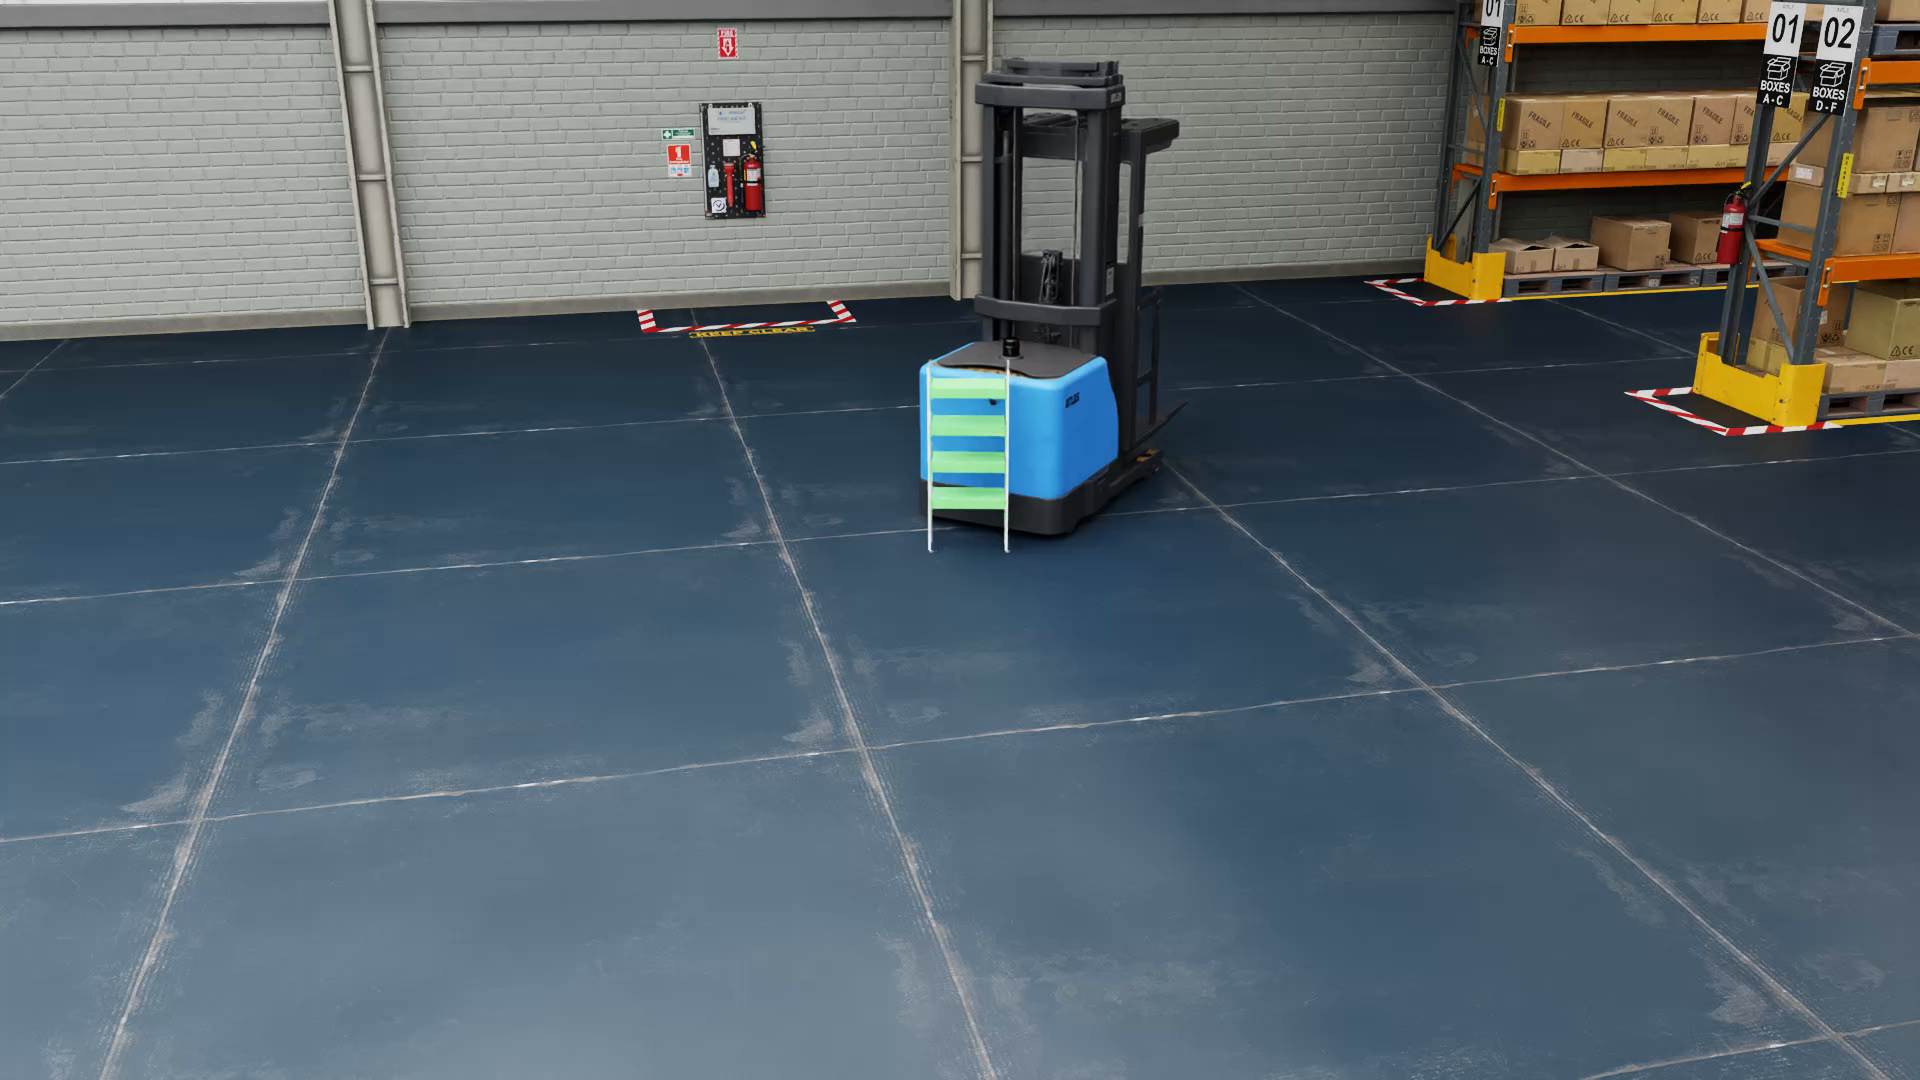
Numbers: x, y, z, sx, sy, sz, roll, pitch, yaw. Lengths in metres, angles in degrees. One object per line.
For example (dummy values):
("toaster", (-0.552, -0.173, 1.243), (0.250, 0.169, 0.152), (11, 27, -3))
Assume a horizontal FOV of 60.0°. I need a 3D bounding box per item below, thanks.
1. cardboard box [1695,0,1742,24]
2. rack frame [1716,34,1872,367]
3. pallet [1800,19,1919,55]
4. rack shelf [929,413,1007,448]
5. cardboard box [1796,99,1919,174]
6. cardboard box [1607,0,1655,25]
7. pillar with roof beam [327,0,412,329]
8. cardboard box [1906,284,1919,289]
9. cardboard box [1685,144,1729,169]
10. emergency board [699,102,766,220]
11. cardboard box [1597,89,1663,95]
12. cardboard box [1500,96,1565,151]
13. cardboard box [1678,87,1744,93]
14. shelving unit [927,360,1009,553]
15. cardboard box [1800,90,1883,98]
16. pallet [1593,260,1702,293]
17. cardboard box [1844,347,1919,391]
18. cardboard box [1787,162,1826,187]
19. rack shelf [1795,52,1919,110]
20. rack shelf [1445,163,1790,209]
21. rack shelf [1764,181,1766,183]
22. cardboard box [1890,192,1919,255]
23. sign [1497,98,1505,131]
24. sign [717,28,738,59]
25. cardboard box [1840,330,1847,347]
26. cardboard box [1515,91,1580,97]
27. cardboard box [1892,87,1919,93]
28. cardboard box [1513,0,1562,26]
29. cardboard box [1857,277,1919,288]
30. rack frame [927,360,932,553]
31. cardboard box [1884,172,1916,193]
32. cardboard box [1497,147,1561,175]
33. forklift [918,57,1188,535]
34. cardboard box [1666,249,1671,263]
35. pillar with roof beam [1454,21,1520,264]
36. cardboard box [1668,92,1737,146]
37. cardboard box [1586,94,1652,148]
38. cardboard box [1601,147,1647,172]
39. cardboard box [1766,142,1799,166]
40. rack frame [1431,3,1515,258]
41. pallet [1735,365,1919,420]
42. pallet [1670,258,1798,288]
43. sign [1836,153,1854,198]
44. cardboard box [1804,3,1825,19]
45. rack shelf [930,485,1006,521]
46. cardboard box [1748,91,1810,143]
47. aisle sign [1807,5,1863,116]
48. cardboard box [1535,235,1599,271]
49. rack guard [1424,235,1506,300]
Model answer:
("cardboard box", (7.901, -5.741, 17.591), (0.500, 0.500, 0.500), (-5, 21, -15))
("rack frame", (6.612, -2.517, 13.324), (0.127, 3.000, 1.000), (-5, 21, -12))
("pallet", (7.306, -3.931, 12.953), (1.213, 0.211, 1.003), (-5, 21, -12))
("rack shelf", (0.054, -0.687, 10.435), (0.480, 0.148, 0.258), (1, 20, 1))
("cardboard box", (7.120, -3.210, 13.185), (0.500, 0.500, 0.700), (-5, 21, -12))
("cardboard box", (6.886, -5.655, 17.357), (0.500, 0.500, 0.500), (-4, 20, -10))
("pillar with roof beam", (-4.737, -4.946, 11.233), (0.400, 9.000, 9.100), (-5, 21, -12))
("cardboard box", (8.155, -1.827, 13.738), (0.500, 0.500, 0.500), (-5, 21, -12))
("cardboard box", (7.997, -4.210, 18.135), (0.500, 0.250, 0.500), (-5, 21, -13))
("emergency board", (-2.302, -3.862, 16.996), (0.643, 1.169, 0.194), (-5, 21, -12))
("cardboard box", (7.362, -4.693, 18.364), (0.500, 0.500, 0.500), (-4, 21, -12))
("cardboard box", (6.002, -4.403, 17.572), (0.500, 0.500, 0.500), (-5, 21, -12))
("cardboard box", (8.351, -4.775, 18.589), (0.500, 0.500, 0.500), (-5, 21, -13))
("shelving unit", (0.054, -0.522, 10.495), (0.503, 1.200, 0.258), (1, 20, 1))
("cardboard box", (9.864, -4.774, 18.701), (0.500, 0.500, 0.700), (-5, 21, -12))
("pallet", (7.526, -3.019, 18.750), (1.213, 0.211, 1.003), (-5, 21, -12))
("cardboard box", (7.671, -1.432, 13.749), (0.500, 0.250, 0.500), (-5, 21, -12))
("cardboard box", (6.940, -2.962, 13.452), (0.250, 0.149, 0.380), (-5, 21, -13))
("rack shelf", (8.558, -3.746, 13.364), (4.000, 0.370, 1.077), (-5, 21, -12))
("rack shelf", (7.415, -3.995, 18.406), (4.000, 0.370, 1.077), (-5, 21, -12))
("rack shelf", (11.307, -4.312, 19.270), (4.000, 0.370, 1.077), (-5, 21, -12))
("cardboard box", (7.579, -2.640, 13.514), (0.500, 0.500, 0.700), (-4, 21, -11))
("sign", (5.593, -4.400, 17.206), (0.005, 0.325, 0.100), (-5, 21, -12))
("sign", (-2.333, -4.983, 16.687), (0.199, 0.298, 0.001), (-5, 21, -12))
("cardboard box", (7.549, -1.608, 14.230), (0.500, 0.250, 0.500), (-5, 21, -12))
("cardboard box", (6.370, -4.611, 18.140), (0.500, 0.500, 0.500), (-4, 21, -12))
("cardboard box", (11.043, -4.878, 18.986), (0.500, 0.500, 0.700), (-2, 20, -5))
("cardboard box", (5.851, -5.582, 17.157), (0.500, 0.500, 0.500), (-4, 21, -11))
("cardboard box", (8.035, -2.001, 14.213), (0.500, 0.500, 0.500), (-5, 21, -12))
("rack frame", (-0.190, -0.524, 10.501), (0.015, 1.200, 0.240), (1, 20, 1))
("cardboard box", (7.299, -2.849, 13.143), (0.250, 0.149, 0.380), (-5, 21, -14))
("cardboard box", (6.016, -4.046, 17.688), (0.500, 0.250, 0.500), (-5, 21, -14))
("forklift", (0.836, -1.875, 11.671), (1.130, 2.935, 3.031), (10, 22, 25))
("cardboard box", (7.800, -3.239, 18.802), (0.250, 0.149, 0.380), (-6, 21, -17))
("pillar with roof beam", (6.941, -5.896, 13.826), (0.400, 9.000, 9.100), (-5, 21, -12))
("cardboard box", (7.995, -4.564, 18.011), (0.500, 0.500, 0.500), (-5, 21, -14))
("cardboard box", (6.989, -4.478, 17.776), (0.500, 0.500, 0.500), (-5, 21, -14))
("cardboard box", (7.015, -4.130, 17.918), (0.500, 0.250, 0.500), (-5, 21, -13))
("cardboard box", (8.970, -4.291, 18.358), (0.500, 0.250, 0.500), (-5, 21, -12))
("rack frame", (5.468, -4.175, 17.850), (0.127, 3.000, 1.000), (-5, 21, -12))
("pallet", (7.346, -1.282, 14.008), (1.213, 0.211, 1.003), (-5, 21, -12))
("pallet", (8.715, -3.117, 19.017), (1.213, 0.211, 1.003), (-5, 21, -12))
("sign", (6.734, -2.774, 12.654), (0.005, 0.325, 0.100), (-5, 21, -12))
("cardboard box", (8.924, -5.833, 17.842), (0.500, 0.500, 0.500), (-4, 21, -11))
("rack shelf", (0.054, -0.237, 10.600), (0.480, 0.148, 0.258), (1, 20, 1))
("cardboard box", (8.972, -4.641, 18.223), (0.500, 0.500, 0.500), (-5, 21, -13))
("aisle sign", (6.618, -3.630, 12.583), (0.004, 0.787, 0.394), (-5, 21, -12))
("cardboard box", (6.717, -3.189, 18.428), (0.500, 0.311, 0.500), (-3, 20, -8))
("rack guard", (5.542, -3.007, 18.297), (0.348, 0.500, 1.175), (-5, 21, -12))
